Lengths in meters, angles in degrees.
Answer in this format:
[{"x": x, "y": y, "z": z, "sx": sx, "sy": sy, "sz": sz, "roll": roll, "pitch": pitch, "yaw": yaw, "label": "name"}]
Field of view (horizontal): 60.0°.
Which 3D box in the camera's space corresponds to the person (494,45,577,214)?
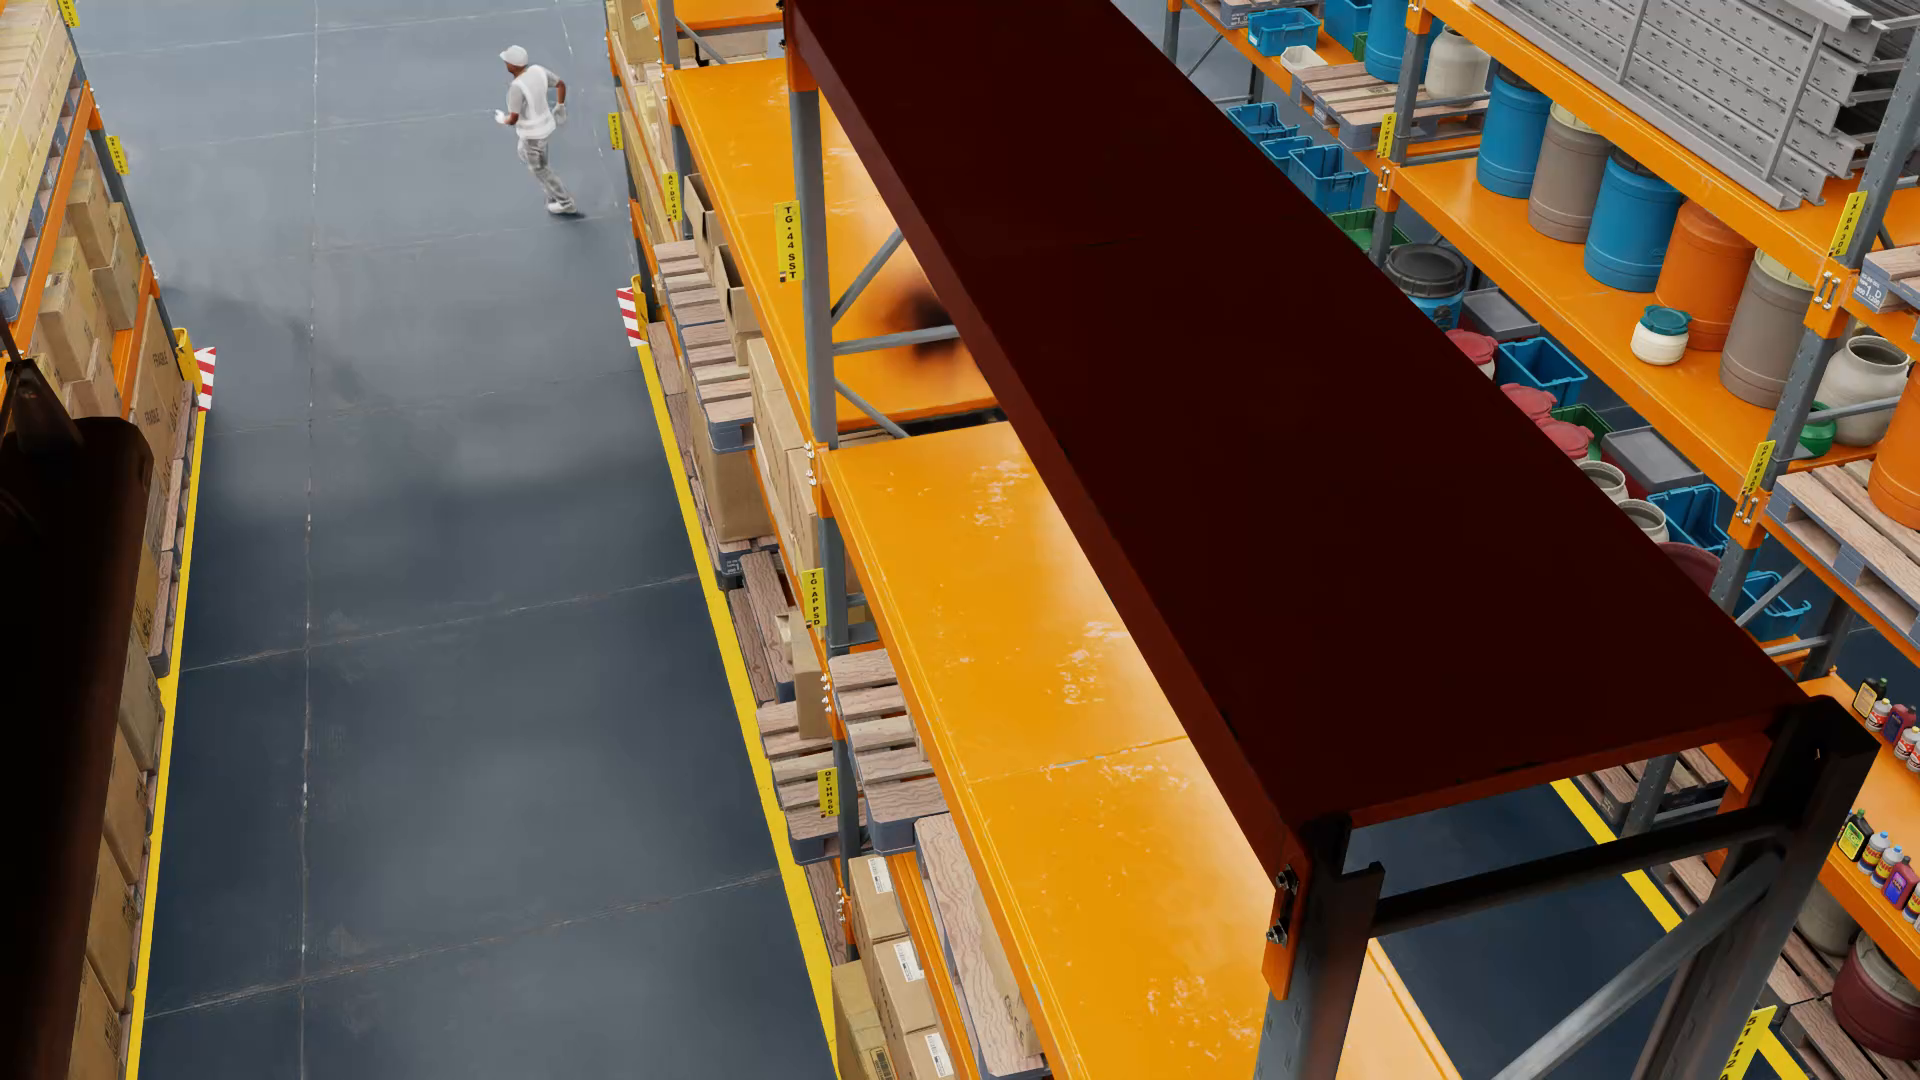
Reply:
[{"x": -4.253, "y": -4.064, "z": 16.565, "sx": 0.705, "sy": 1.795, "sz": 0.696, "roll": 8, "pitch": 39, "yaw": 11, "label": "person"}]
